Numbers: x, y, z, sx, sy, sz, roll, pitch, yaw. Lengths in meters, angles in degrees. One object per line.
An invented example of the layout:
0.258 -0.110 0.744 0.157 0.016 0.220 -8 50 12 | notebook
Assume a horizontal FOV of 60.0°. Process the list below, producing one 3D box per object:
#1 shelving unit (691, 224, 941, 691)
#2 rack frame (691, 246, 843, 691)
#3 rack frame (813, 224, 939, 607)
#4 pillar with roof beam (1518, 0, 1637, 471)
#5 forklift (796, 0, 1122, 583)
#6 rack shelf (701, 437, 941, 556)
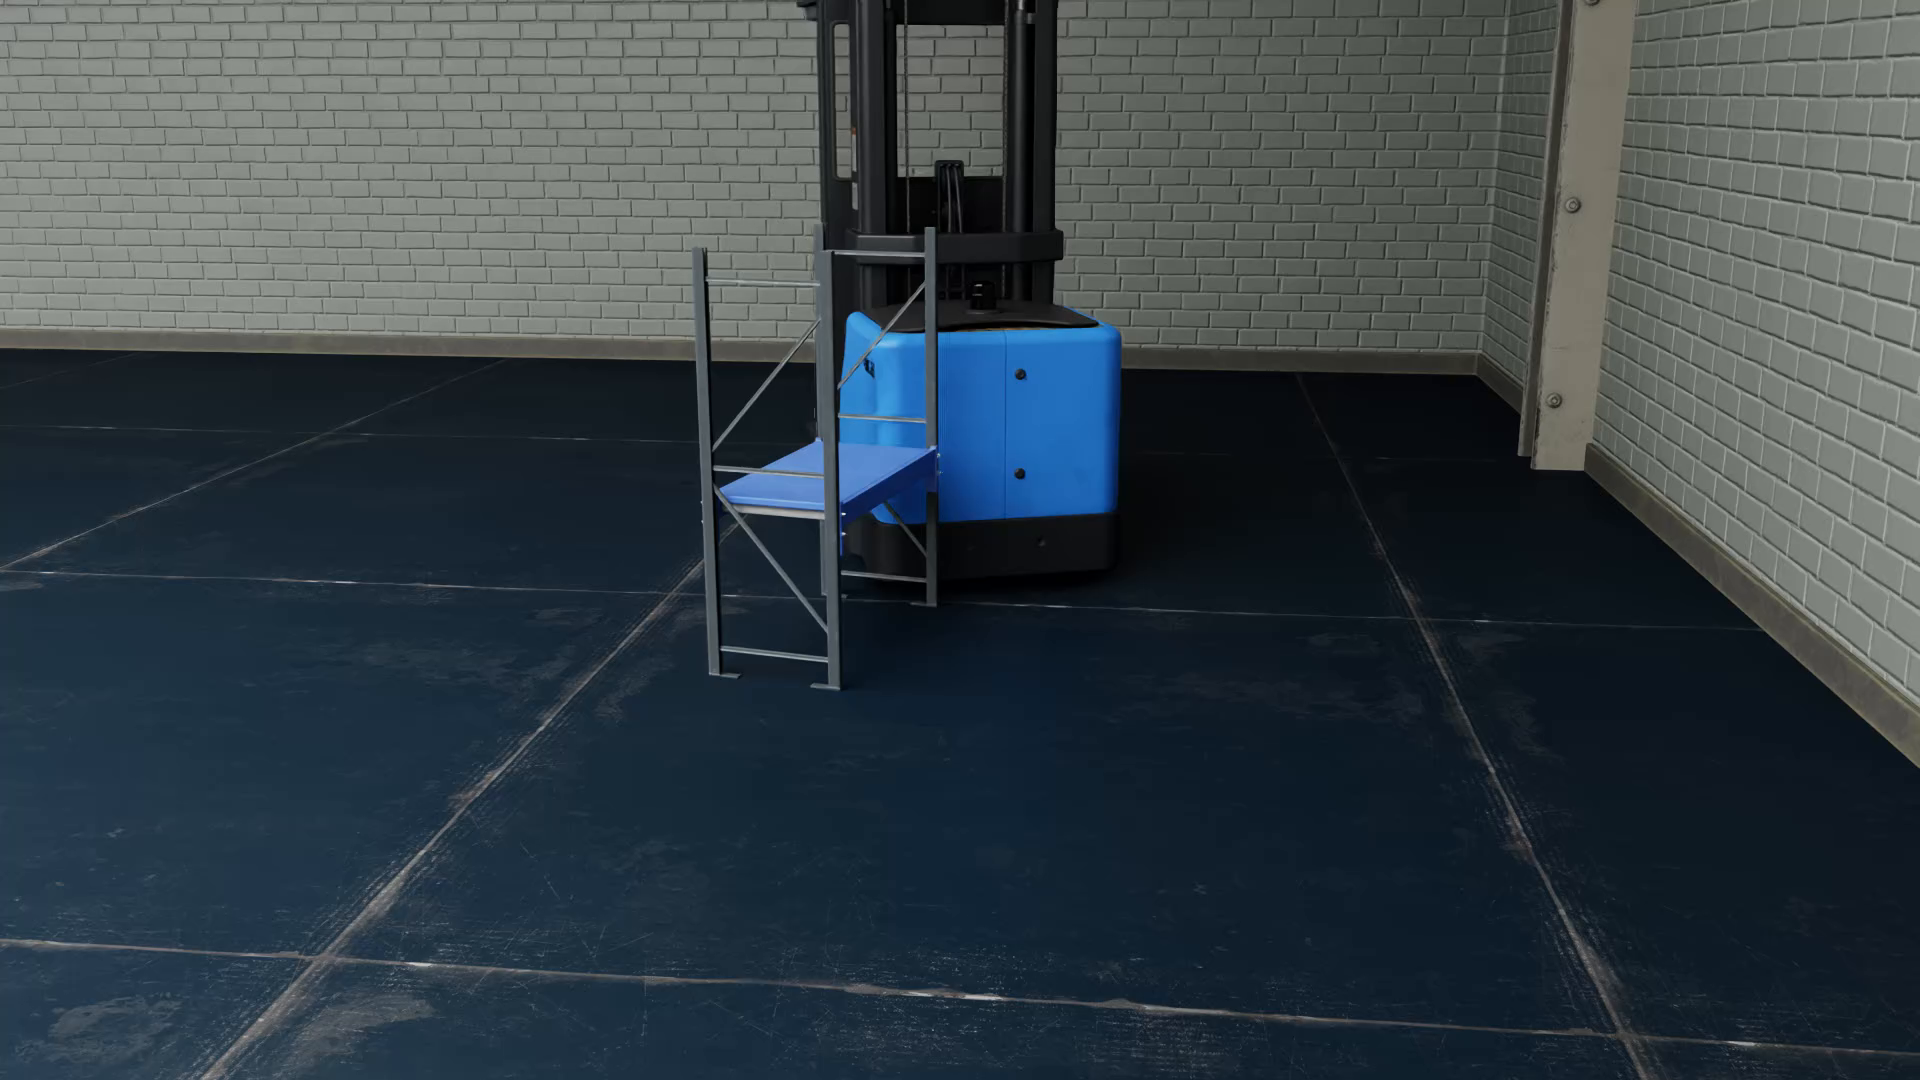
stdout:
-0.486 -0.352 6.091 0.538 1.500 1.048 5 16 18 | shelving unit
-0.646 -0.226 5.625 0.500 1.500 0.032 5 16 18 | rack frame
-0.326 -0.478 6.557 0.500 1.500 0.032 5 16 18 | rack frame
-0.971 -4.905 8.562 9.100 9.000 0.400 2 15 6 | pillar with roof beam
-0.156 -1.582 7.897 1.130 2.935 3.031 -3 16 -13 | forklift
-0.486 -0.178 6.138 0.538 0.185 1.000 5 16 18 | rack shelf
